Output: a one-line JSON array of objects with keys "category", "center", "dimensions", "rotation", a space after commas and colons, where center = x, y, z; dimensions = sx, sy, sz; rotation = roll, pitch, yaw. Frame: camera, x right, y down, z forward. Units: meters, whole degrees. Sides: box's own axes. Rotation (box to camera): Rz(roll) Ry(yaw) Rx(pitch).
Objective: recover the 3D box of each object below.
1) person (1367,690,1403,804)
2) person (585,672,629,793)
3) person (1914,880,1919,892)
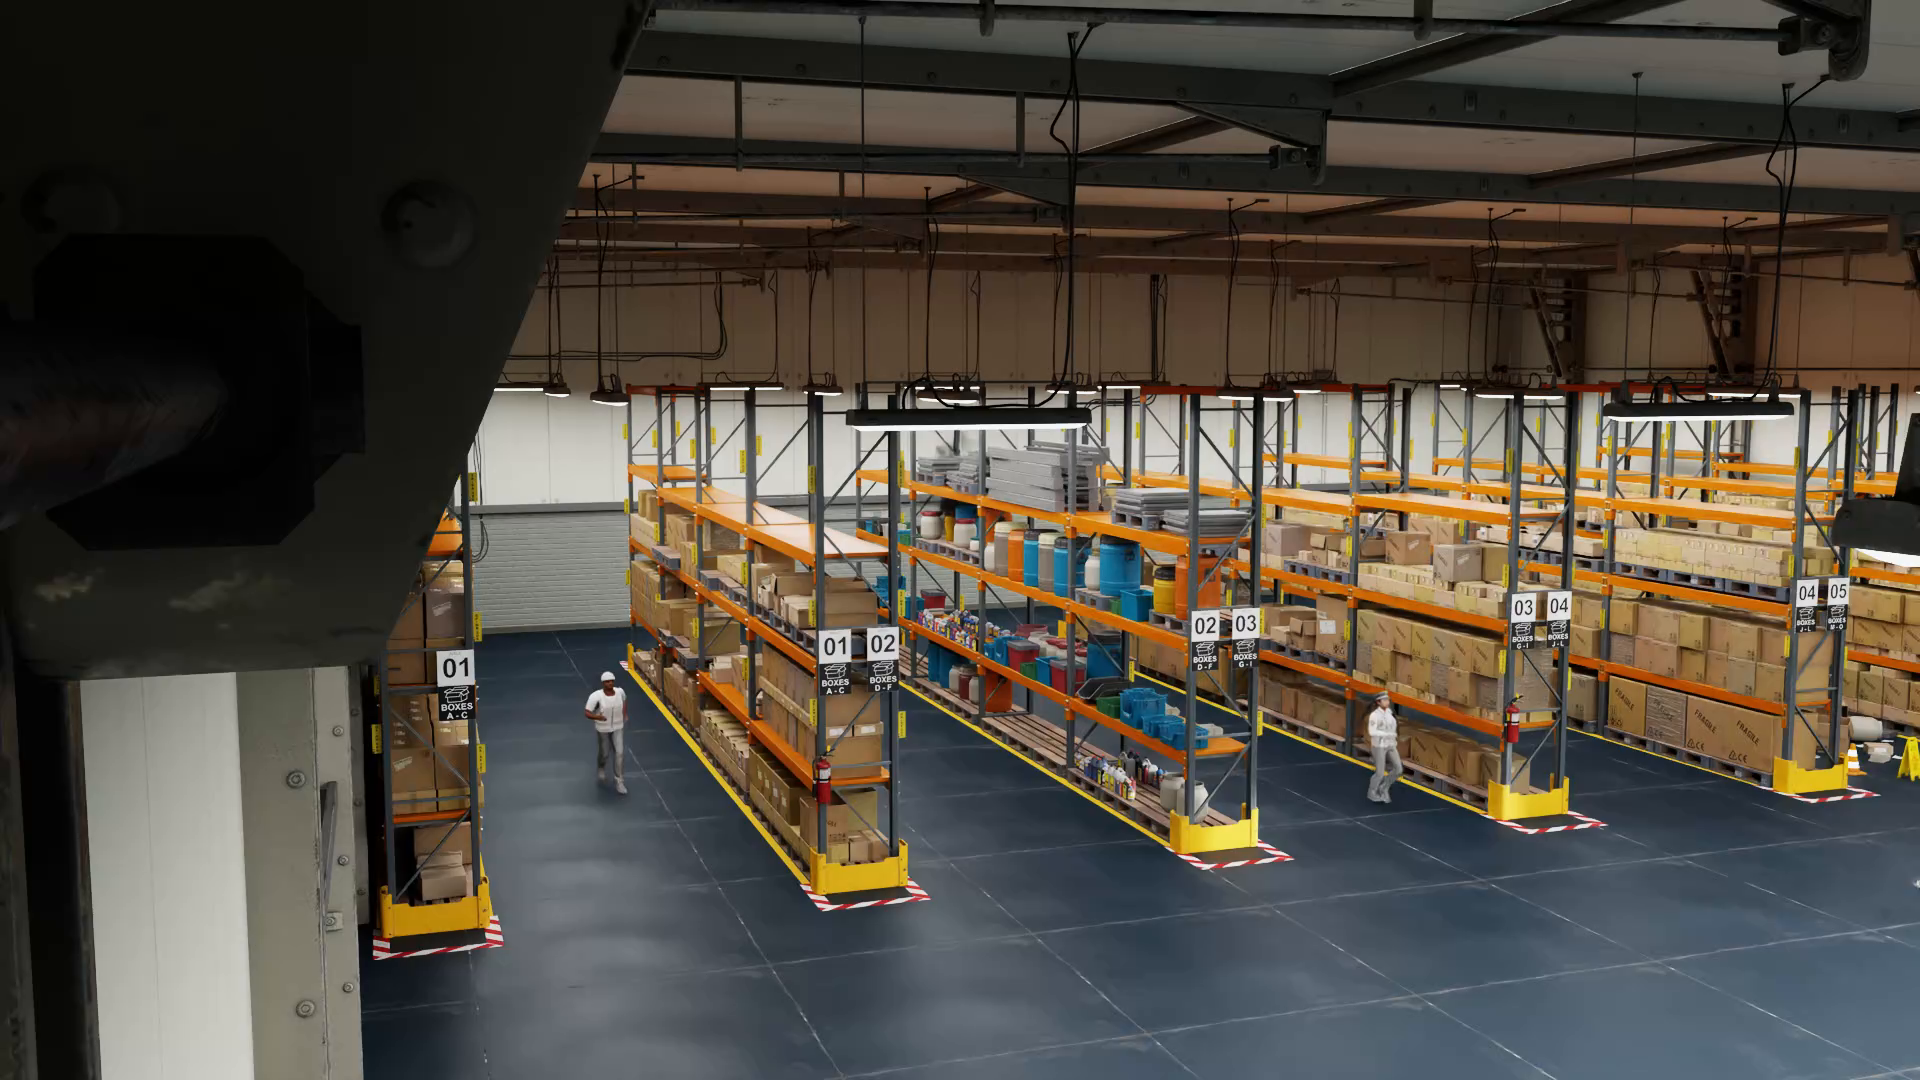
[{"category": "person", "center": [6.182, 3.011, 24.094], "dimensions": [0.596, 1.690, 0.607], "rotation": [-3, 7, -30]}, {"category": "person", "center": [-5.281, 2.850, 24.984], "dimensions": [0.699, 1.766, 0.988], "rotation": [-3, 7, -27]}, {"category": "person", "center": [11.550, 3.478, 19.176], "dimensions": [0.876, 1.761, 0.669], "rotation": [1, 6, 11]}]
